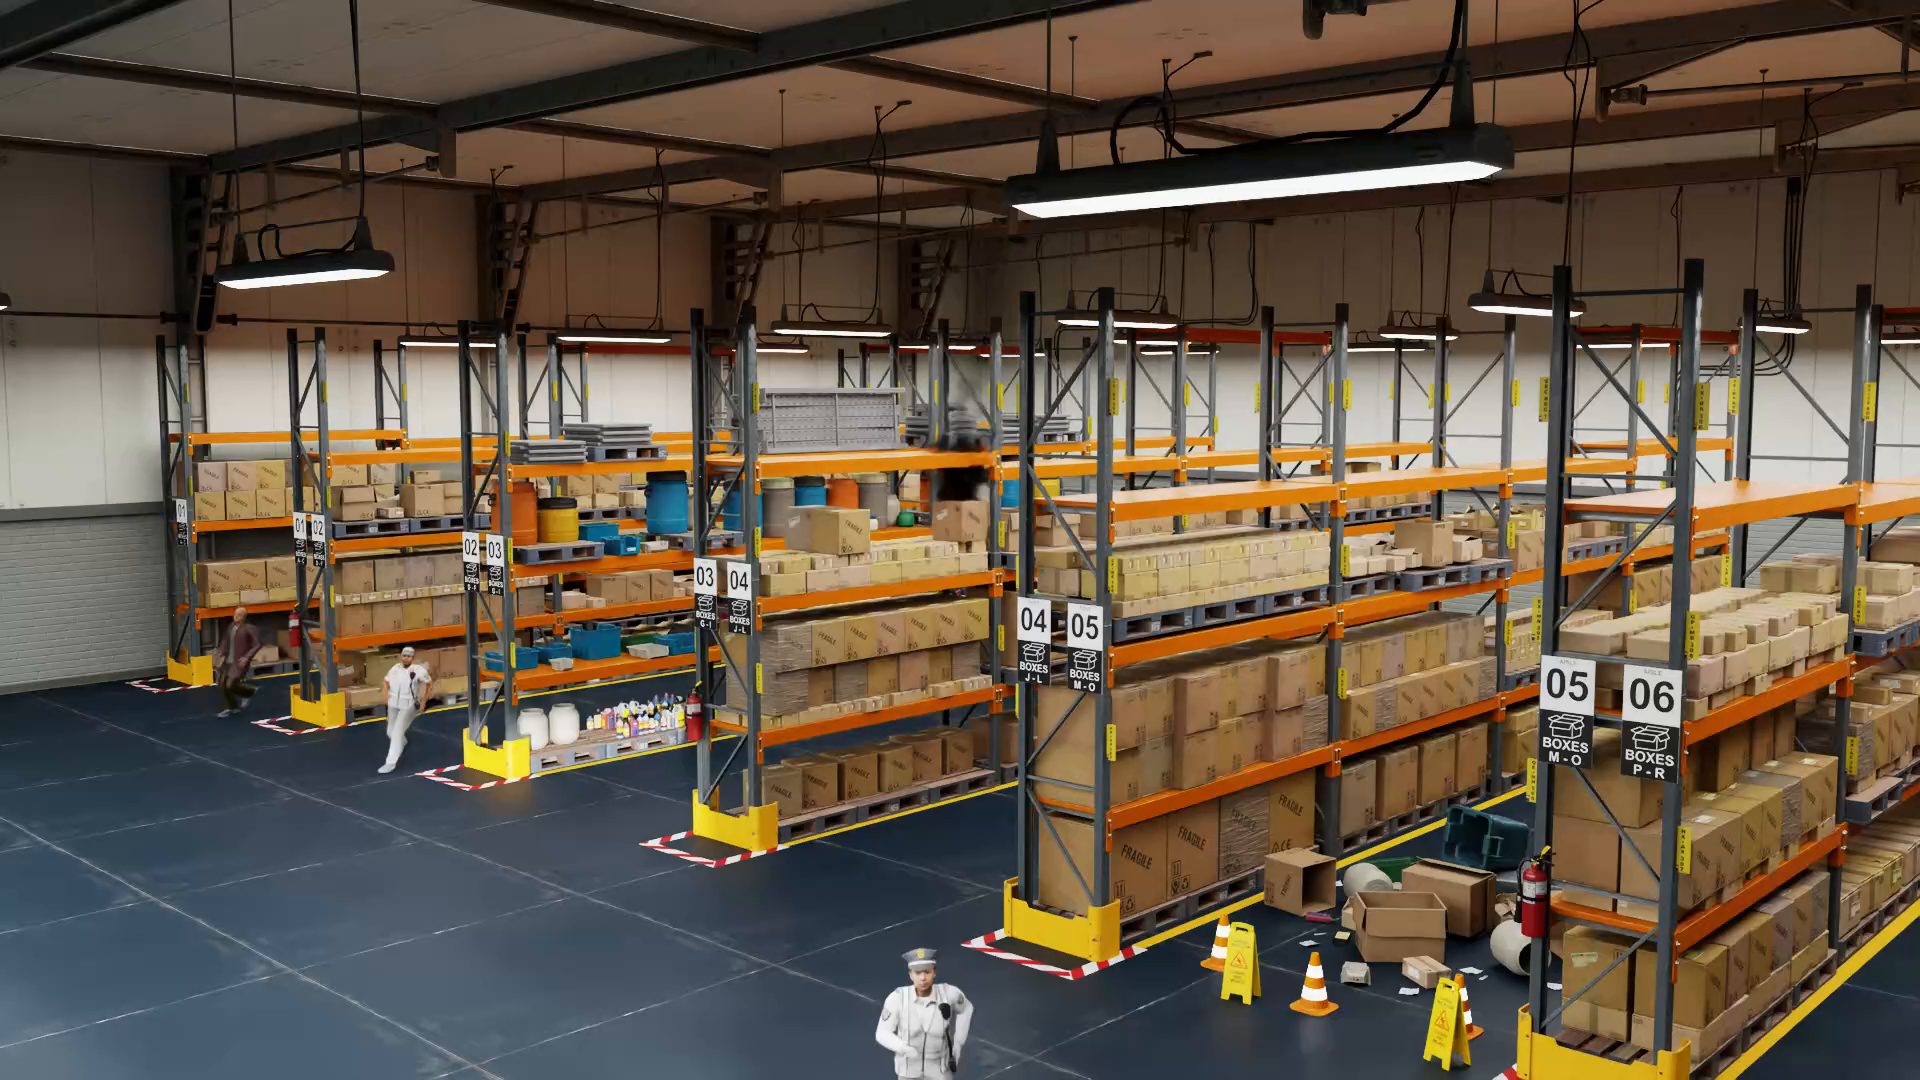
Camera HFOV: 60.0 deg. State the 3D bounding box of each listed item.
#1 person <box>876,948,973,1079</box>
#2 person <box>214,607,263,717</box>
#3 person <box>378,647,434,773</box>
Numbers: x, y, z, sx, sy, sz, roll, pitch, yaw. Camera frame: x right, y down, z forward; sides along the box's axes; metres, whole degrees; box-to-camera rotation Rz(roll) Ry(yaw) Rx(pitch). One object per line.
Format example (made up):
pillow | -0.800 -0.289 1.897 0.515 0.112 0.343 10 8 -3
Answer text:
person | -0.223 3.356 10.449 0.594 1.714 0.752 0 5 3
person | -11.206 1.896 25.902 0.758 1.727 0.607 3 6 26
person | -7.483 2.248 22.397 0.686 1.631 0.906 1 5 8
